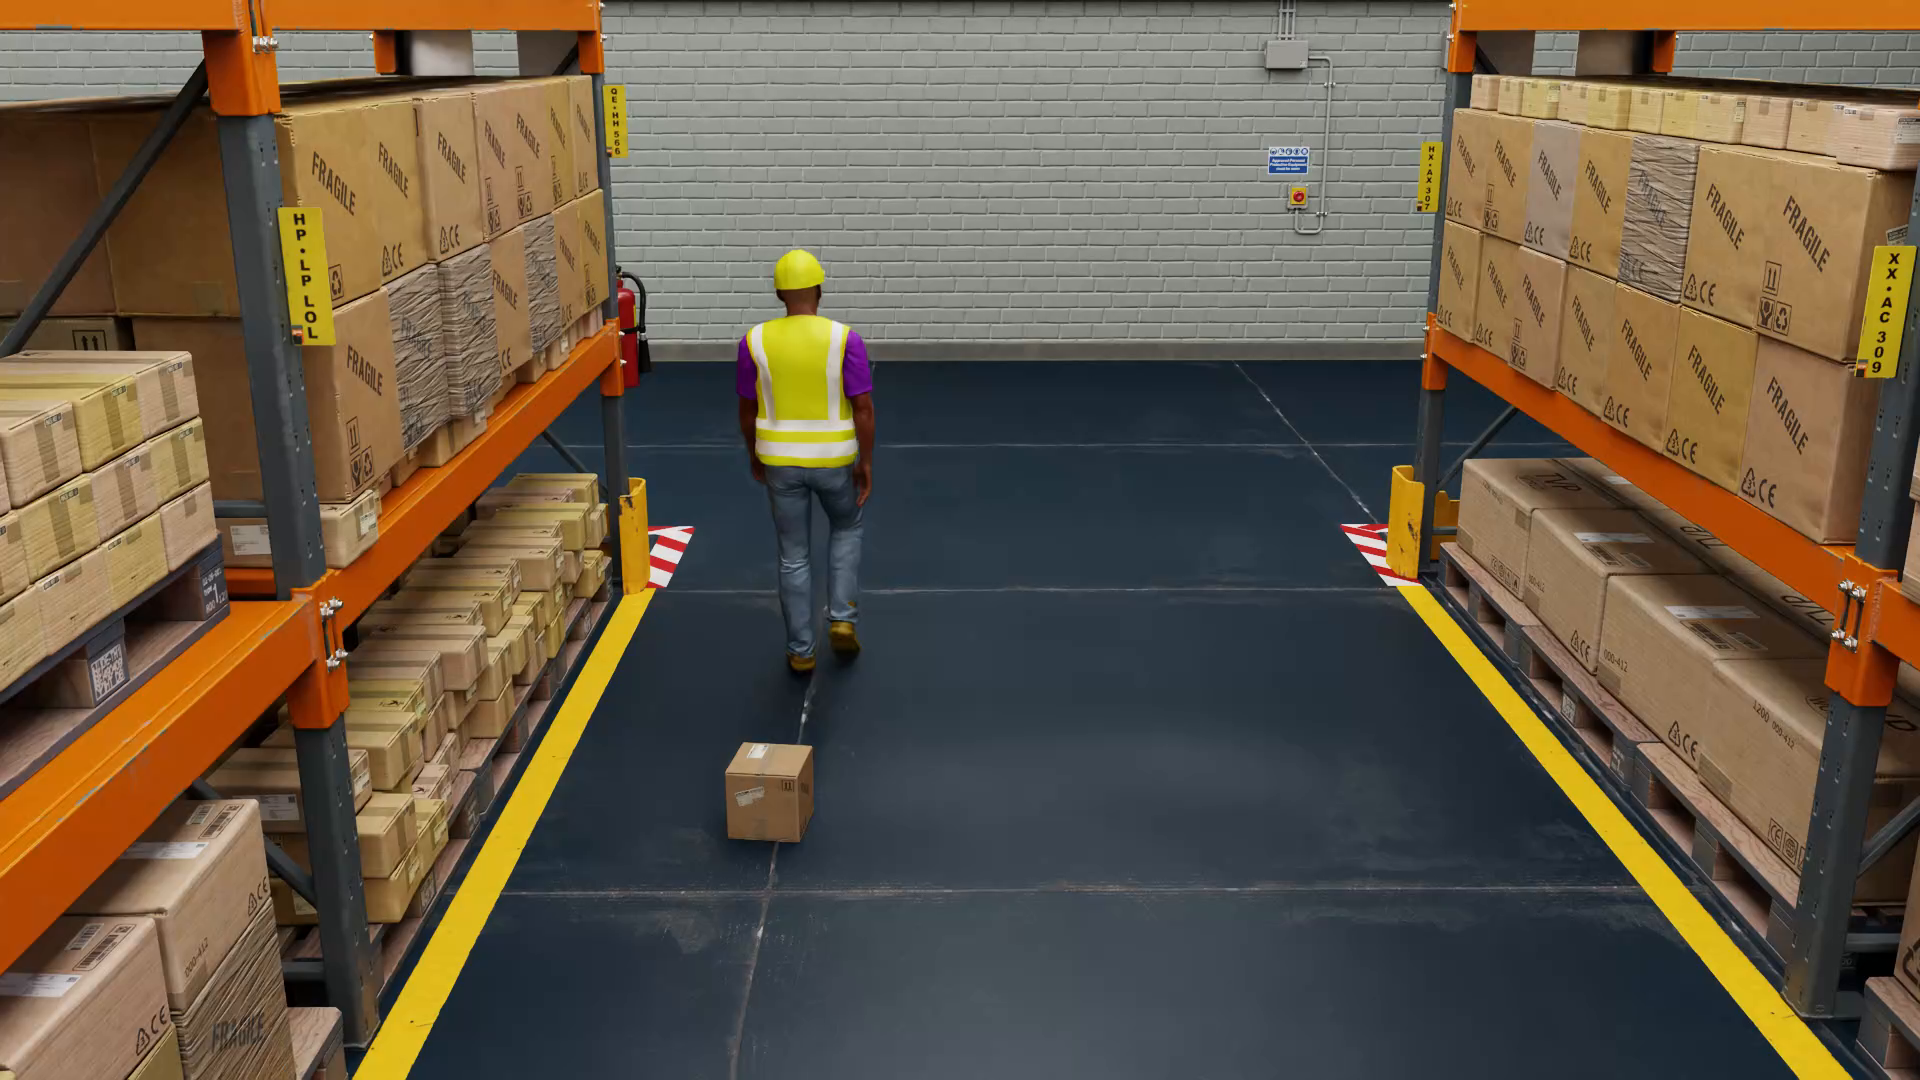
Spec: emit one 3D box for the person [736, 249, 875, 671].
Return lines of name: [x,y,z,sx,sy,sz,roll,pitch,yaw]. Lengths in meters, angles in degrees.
person: [-0.643,-0.316,7.041,0.581,1.814,0.509,0,17,-1]
